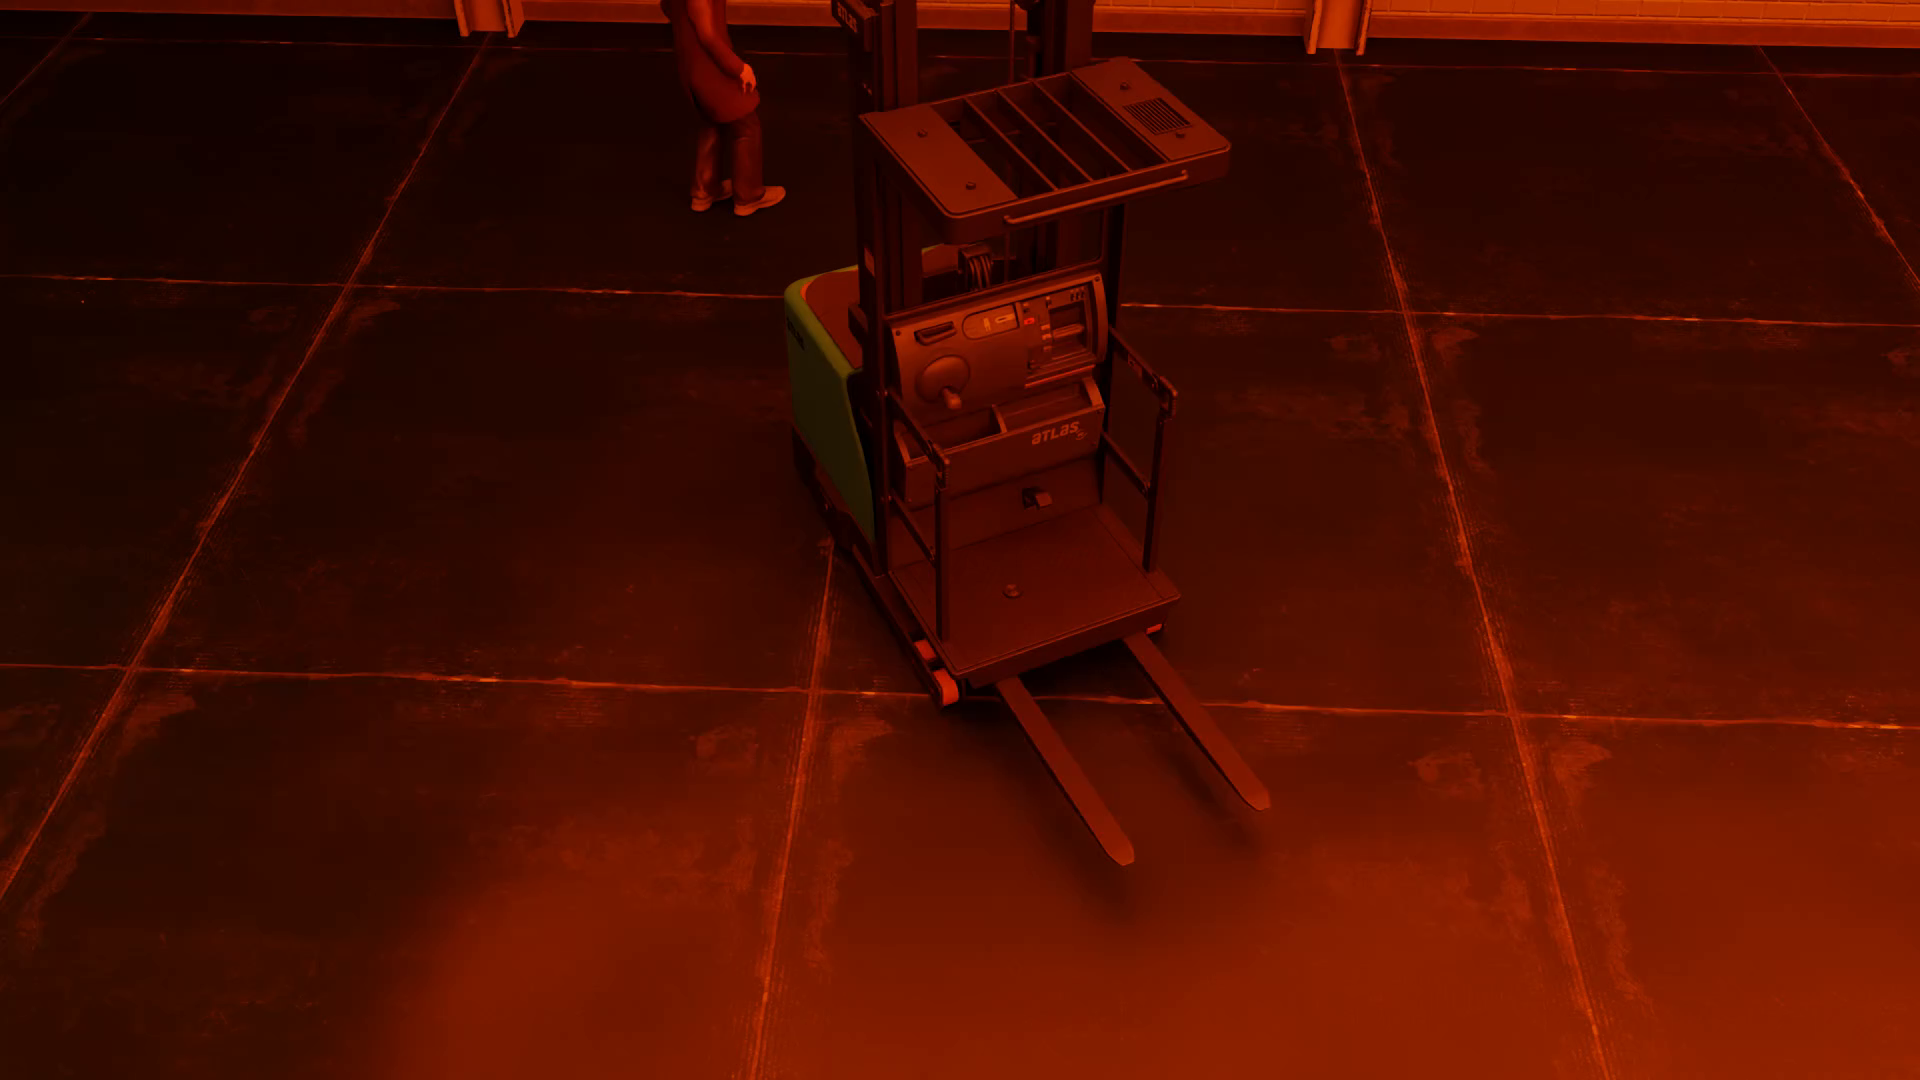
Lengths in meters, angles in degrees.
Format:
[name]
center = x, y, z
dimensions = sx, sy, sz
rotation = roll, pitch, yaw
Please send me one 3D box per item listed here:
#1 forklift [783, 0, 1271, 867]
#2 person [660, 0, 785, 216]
[forklift]
center = 0.261, -0.710, 6.520
dimensions = 1.130, 2.935, 3.031
rotation = -18, 45, -18
[person]
center = -1.394, -2.742, 9.626
dimensions = 0.555, 1.752, 0.794
rotation = -26, 48, -25
